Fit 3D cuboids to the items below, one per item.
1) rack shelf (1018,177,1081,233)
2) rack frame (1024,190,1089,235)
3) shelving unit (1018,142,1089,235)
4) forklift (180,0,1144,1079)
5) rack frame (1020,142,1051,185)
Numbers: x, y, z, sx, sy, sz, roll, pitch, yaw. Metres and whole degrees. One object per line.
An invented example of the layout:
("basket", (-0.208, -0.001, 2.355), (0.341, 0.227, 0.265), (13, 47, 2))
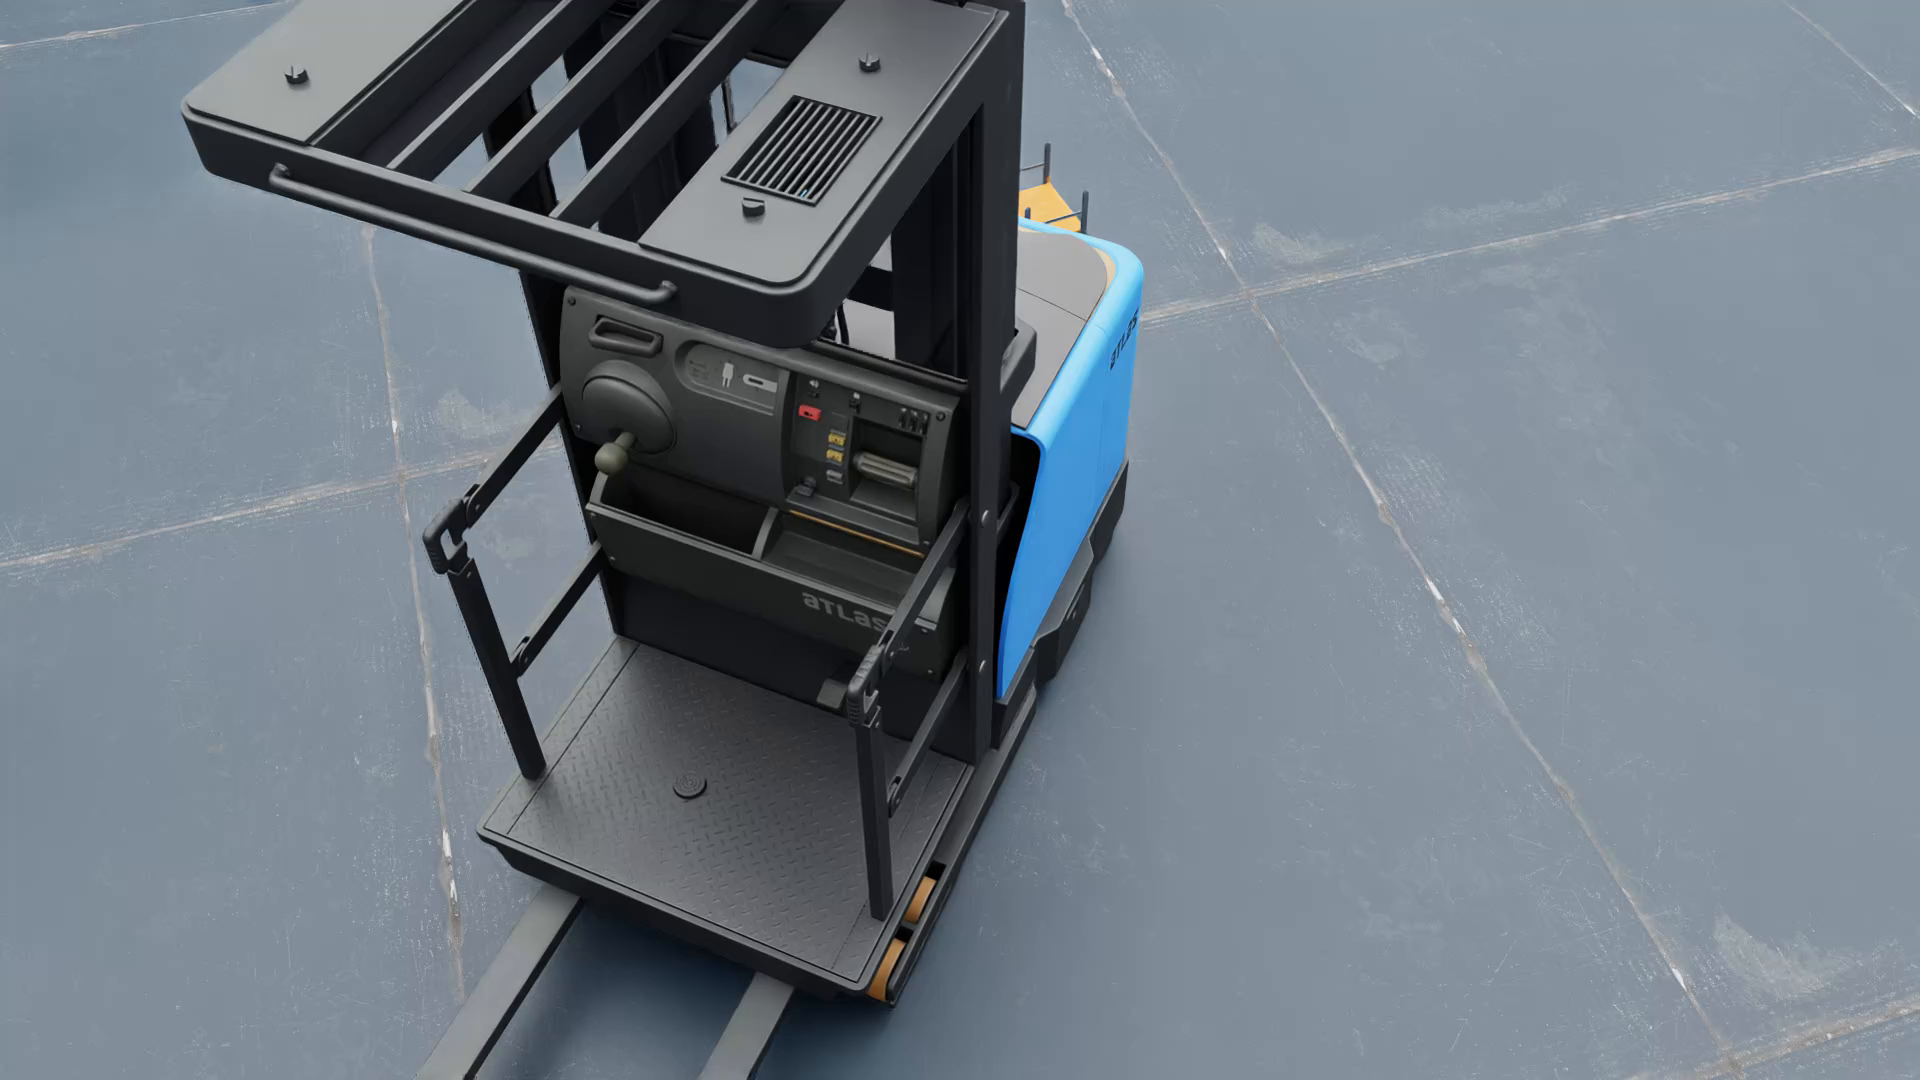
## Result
("rack shelf", (0.223, -0.882, 4.949), (0.215, 0.259, 0.240), (-19, 52, -15))
("rack frame", (0.273, -0.621, 5.087), (0.200, 1.050, 0.008), (-19, 52, -15))
("shelving unit", (0.223, -0.706, 5.158), (0.215, 1.050, 0.252), (-19, 52, -15))
("forklift", (-0.536, -0.154, 3.462), (1.130, 2.935, 3.031), (18, 52, 15))
("rack frame", (0.173, -0.791, 5.230), (0.200, 1.050, 0.008), (-19, 52, -15))
